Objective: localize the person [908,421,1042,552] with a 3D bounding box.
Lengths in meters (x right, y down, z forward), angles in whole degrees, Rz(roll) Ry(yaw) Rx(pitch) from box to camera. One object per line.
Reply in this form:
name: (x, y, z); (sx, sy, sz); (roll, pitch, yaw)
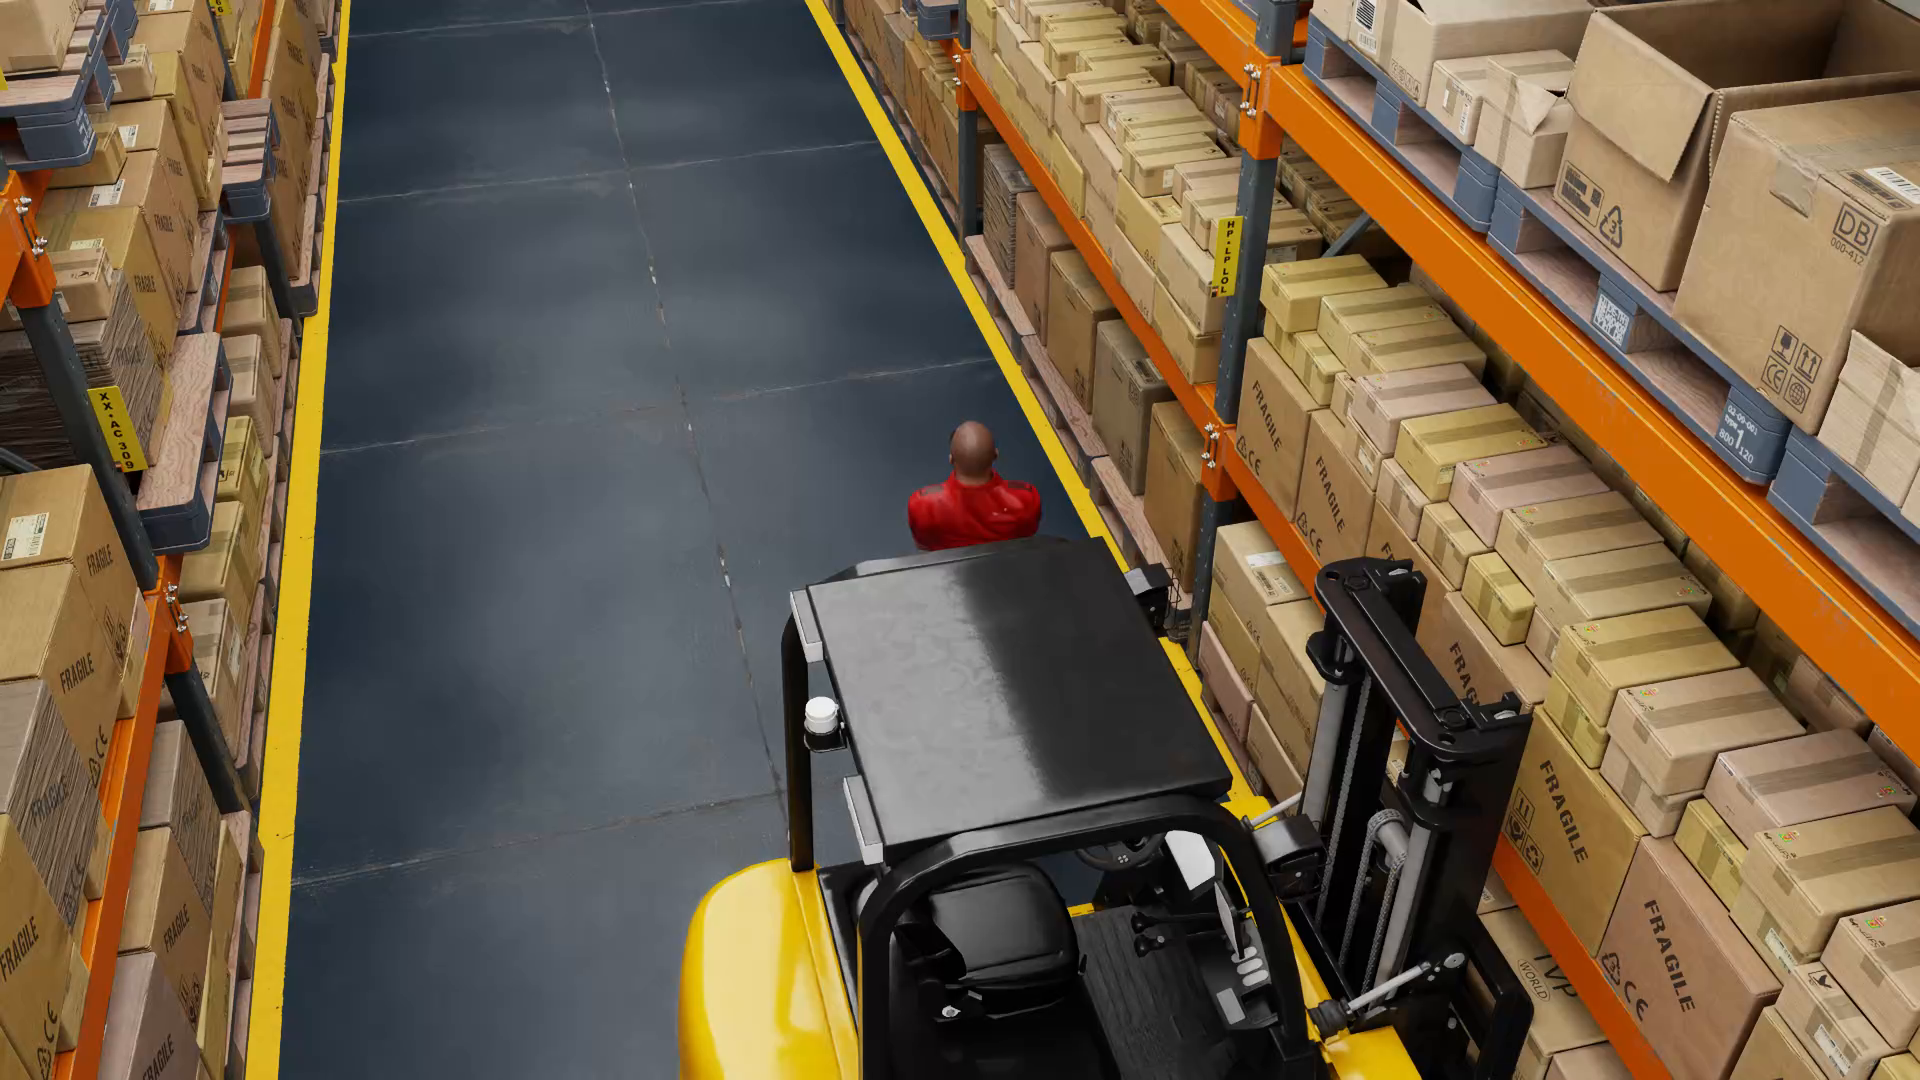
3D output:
person: (0.044, 0.180, 6.504); (0.496, 1.715, 0.530); (-3, 38, -4)
